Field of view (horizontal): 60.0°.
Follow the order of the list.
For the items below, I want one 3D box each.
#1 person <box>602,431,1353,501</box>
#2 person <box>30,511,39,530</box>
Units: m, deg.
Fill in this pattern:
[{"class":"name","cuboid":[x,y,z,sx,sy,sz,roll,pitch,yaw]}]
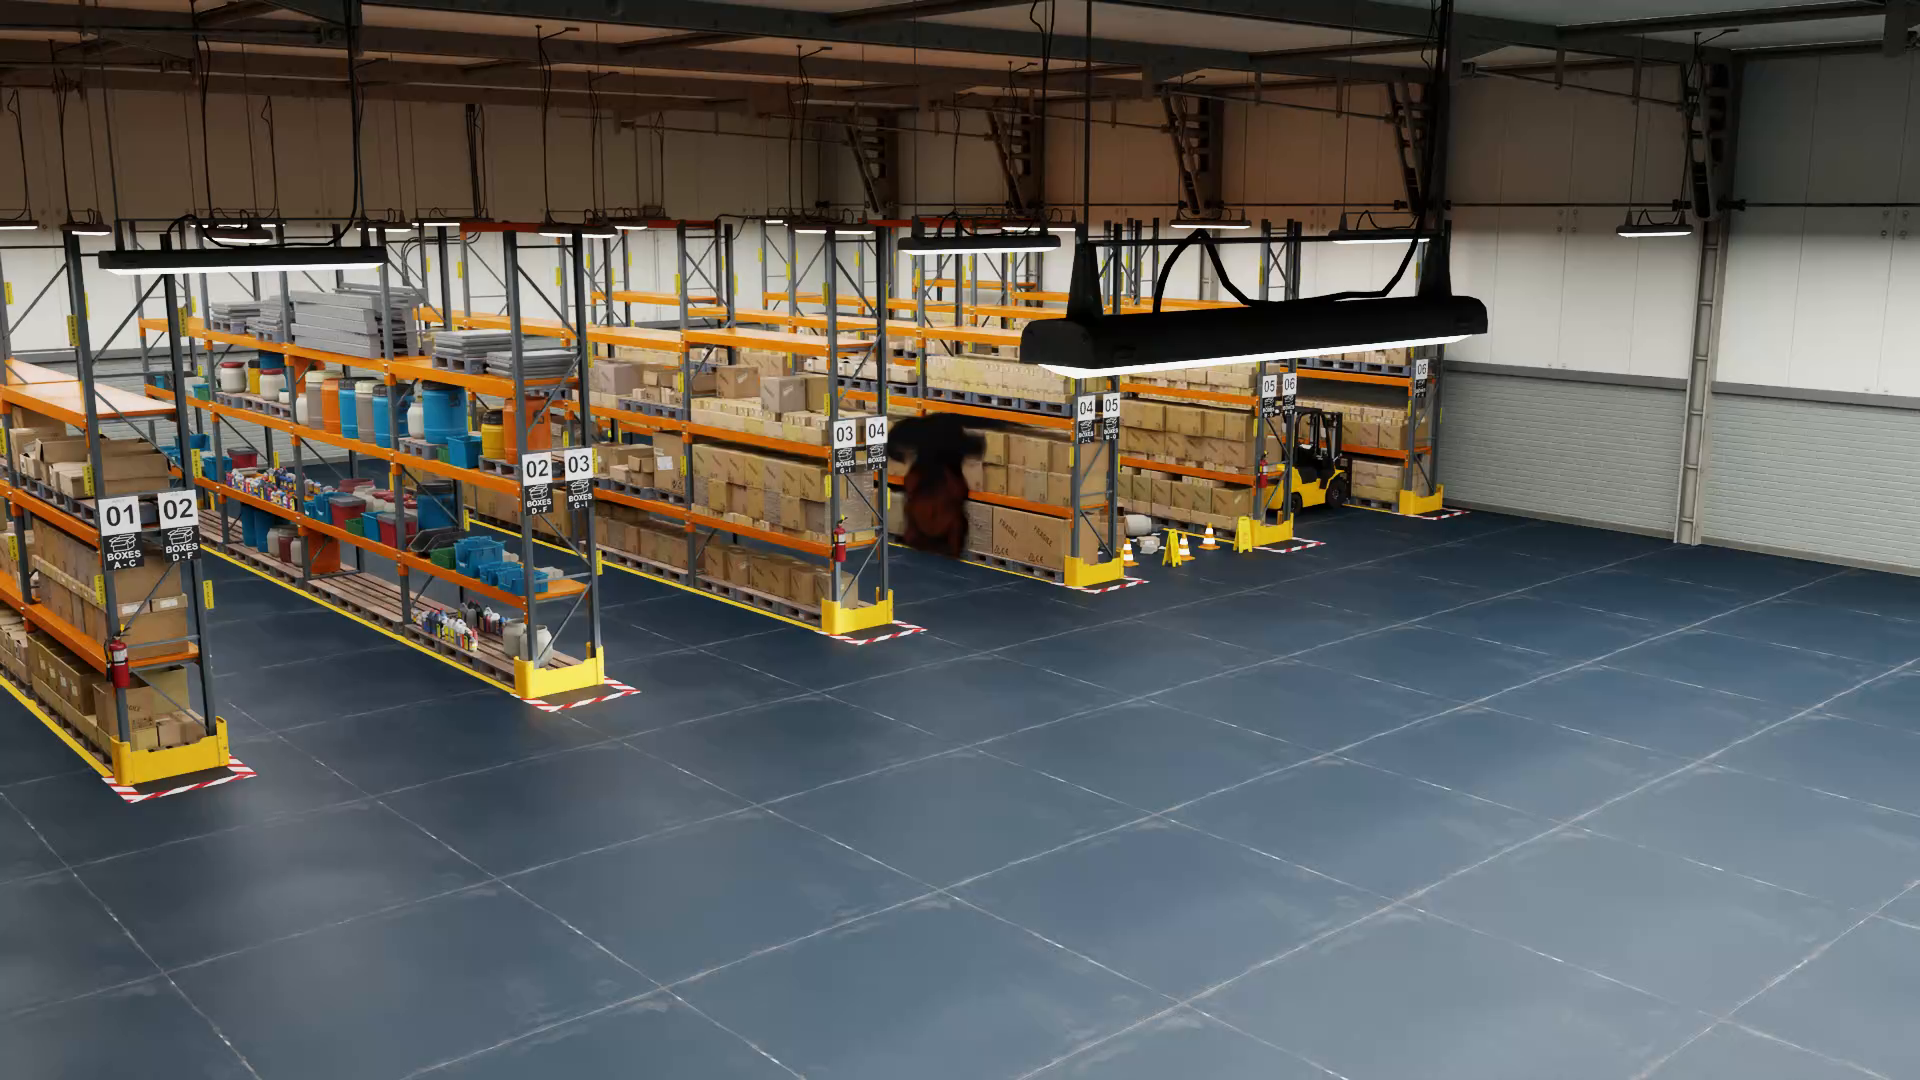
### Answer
[{"class":"person","cuboid":[0.763,-1.618,35.636,13.449,1.691,10.708,8,14,33]},{"class":"person","cuboid":[-15.551,-0.120,28.149,0.602,1.773,0.834,-8,14,-35]}]
